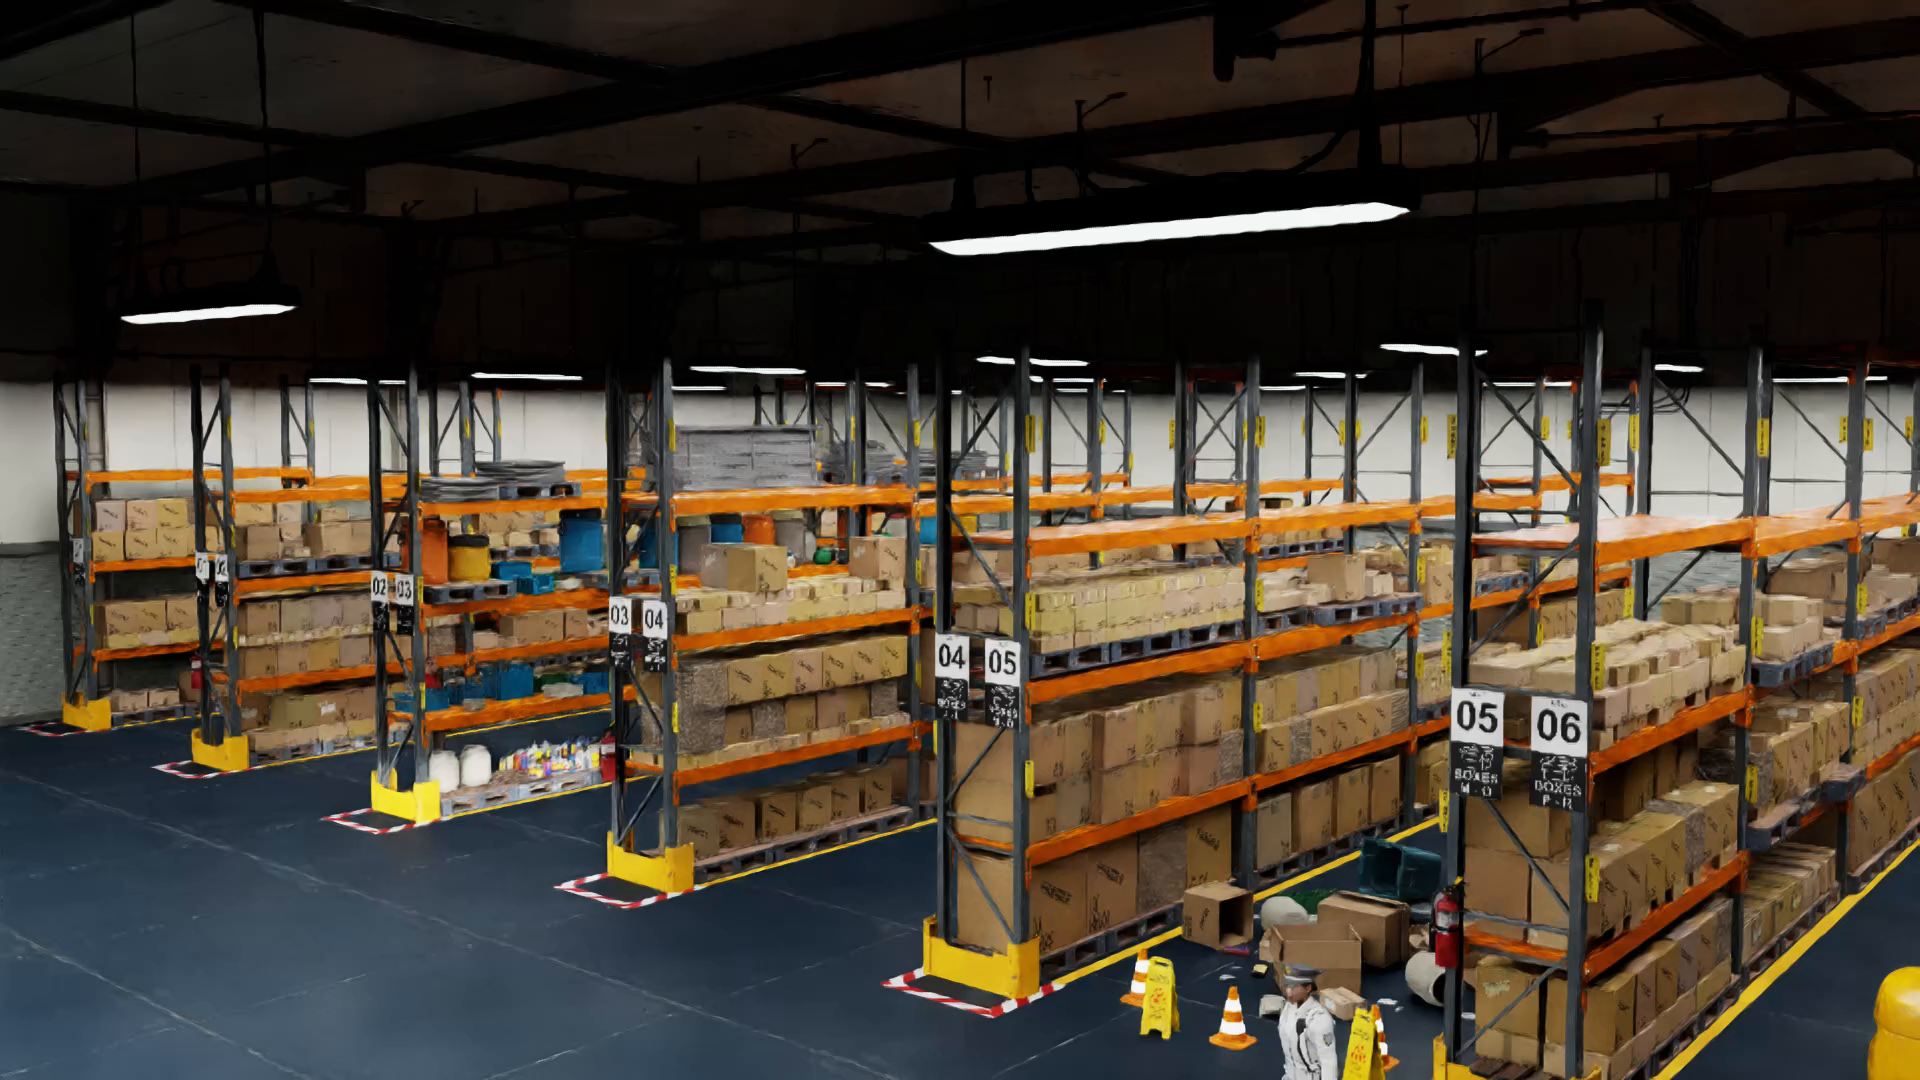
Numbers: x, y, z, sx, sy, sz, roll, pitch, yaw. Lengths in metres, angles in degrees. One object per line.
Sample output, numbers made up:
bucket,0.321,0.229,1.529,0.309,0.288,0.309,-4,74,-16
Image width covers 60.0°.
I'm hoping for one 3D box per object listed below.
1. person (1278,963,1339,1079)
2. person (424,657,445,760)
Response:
person,2.349,3.561,10.978,0.934,1.611,0.521,-2,5,-29
person,-7.620,2.551,24.075,0.446,1.737,0.595,1,4,9
